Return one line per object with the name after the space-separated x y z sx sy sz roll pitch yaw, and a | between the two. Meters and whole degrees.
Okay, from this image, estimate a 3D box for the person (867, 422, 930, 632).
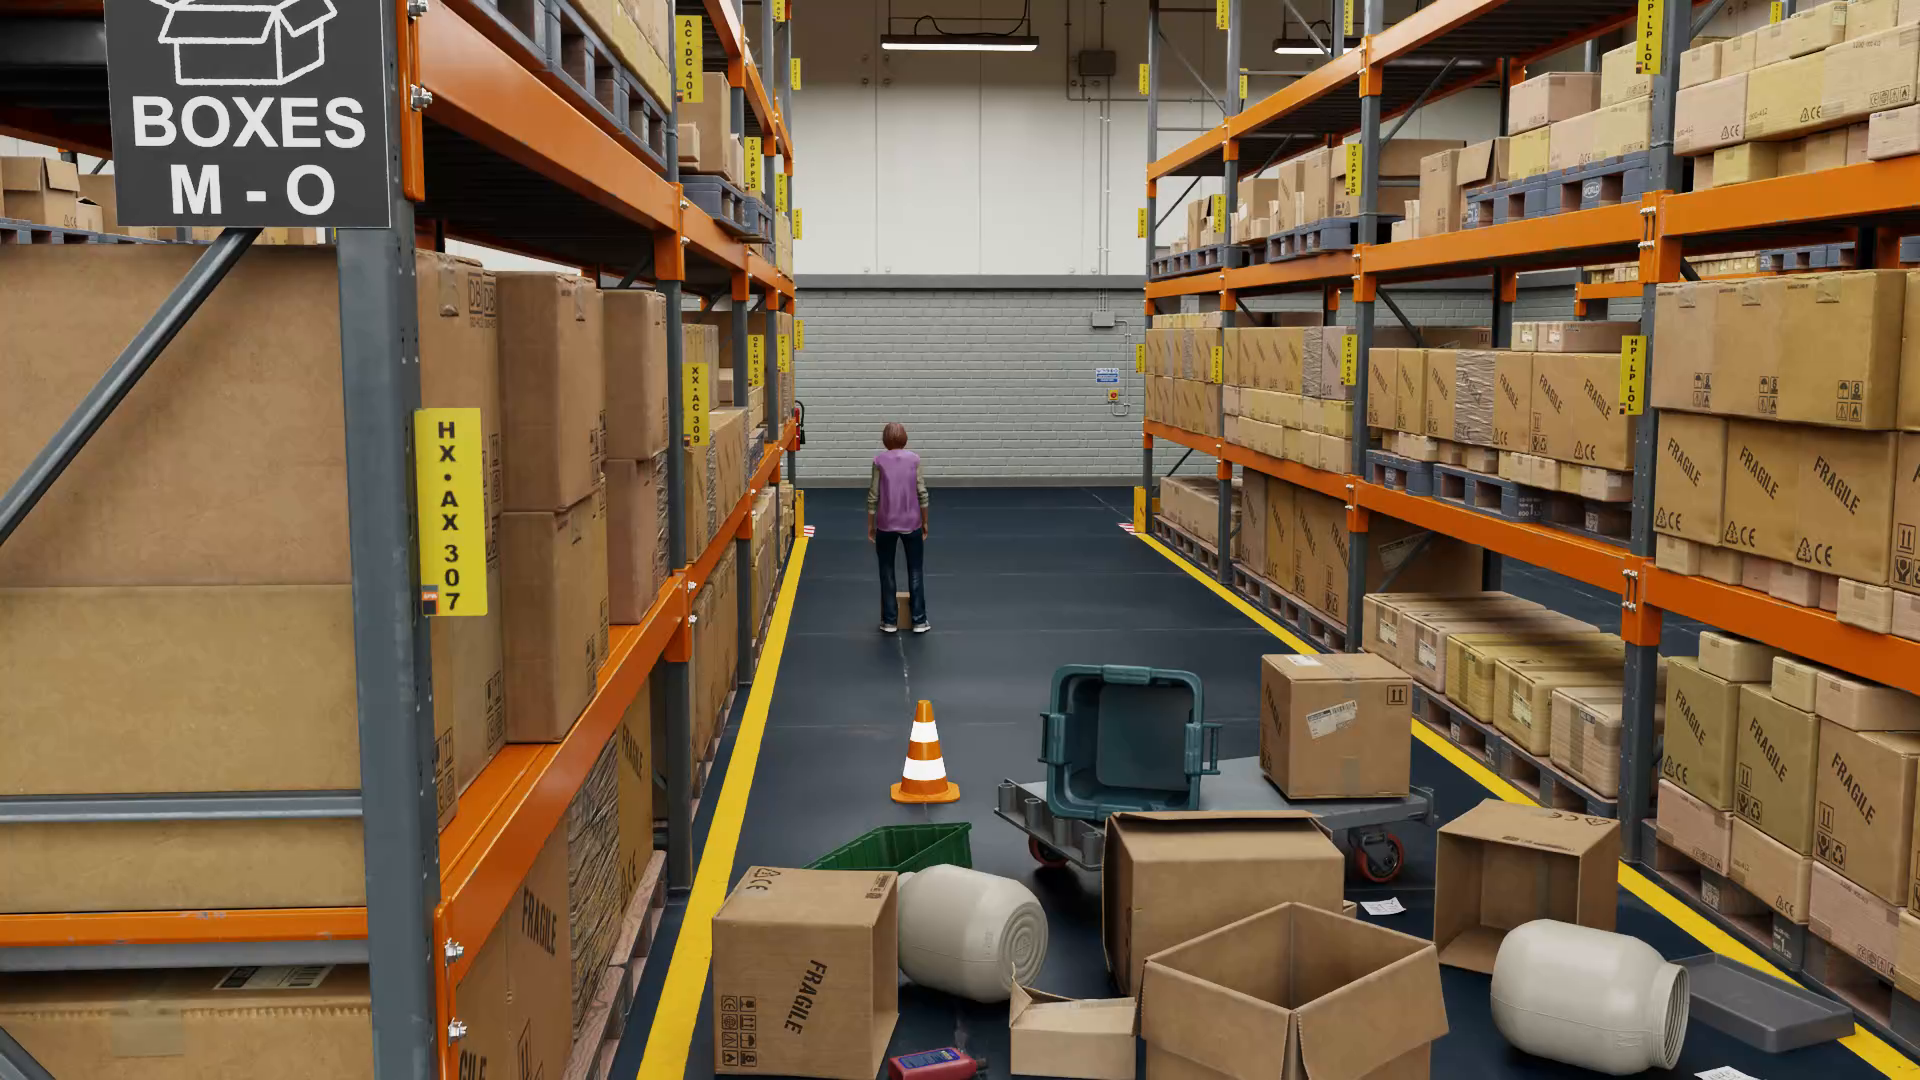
-0.462 -0.093 12.553 0.484 1.593 0.375 -1 7 -7 | person
